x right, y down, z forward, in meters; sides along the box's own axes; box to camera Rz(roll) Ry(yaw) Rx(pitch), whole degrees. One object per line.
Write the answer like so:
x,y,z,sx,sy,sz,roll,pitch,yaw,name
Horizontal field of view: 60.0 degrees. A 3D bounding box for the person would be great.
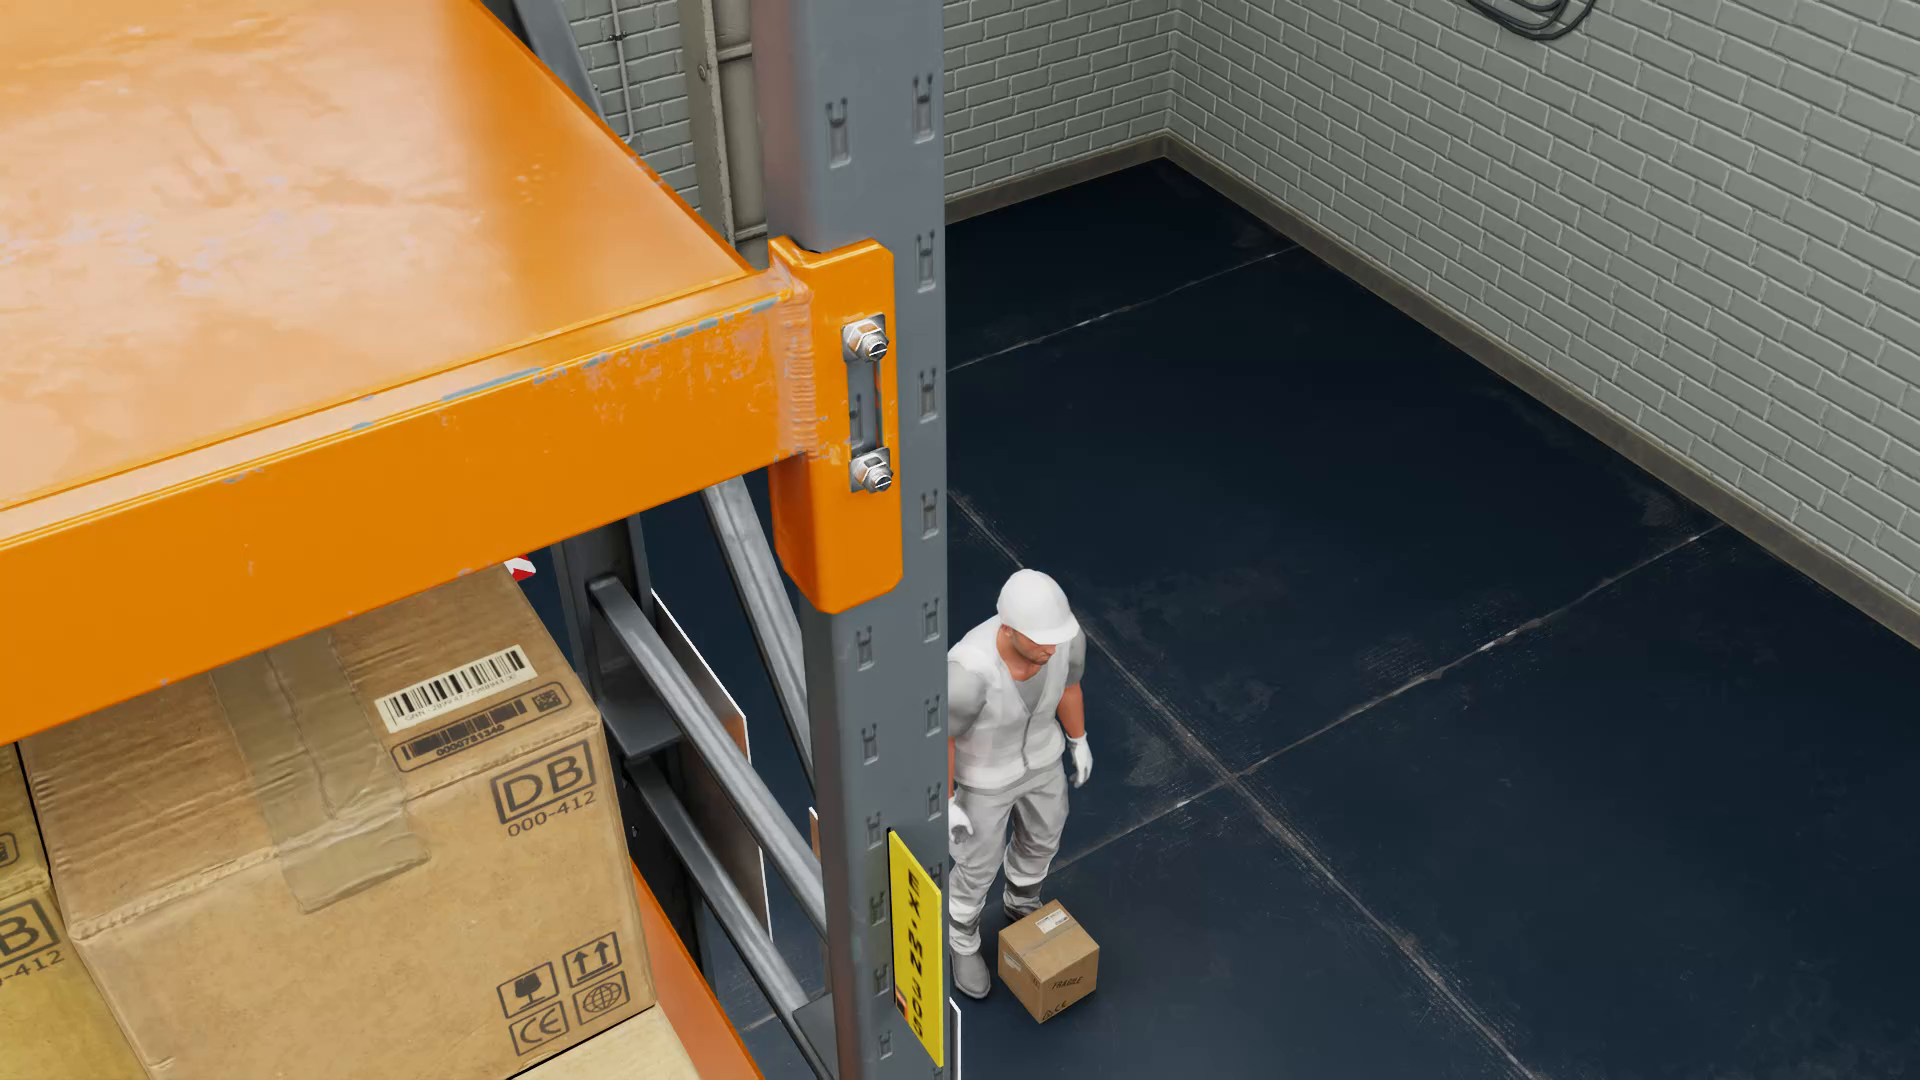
0.169,0.767,5.443,0.609,1.779,0.449,-22,45,-24,person
